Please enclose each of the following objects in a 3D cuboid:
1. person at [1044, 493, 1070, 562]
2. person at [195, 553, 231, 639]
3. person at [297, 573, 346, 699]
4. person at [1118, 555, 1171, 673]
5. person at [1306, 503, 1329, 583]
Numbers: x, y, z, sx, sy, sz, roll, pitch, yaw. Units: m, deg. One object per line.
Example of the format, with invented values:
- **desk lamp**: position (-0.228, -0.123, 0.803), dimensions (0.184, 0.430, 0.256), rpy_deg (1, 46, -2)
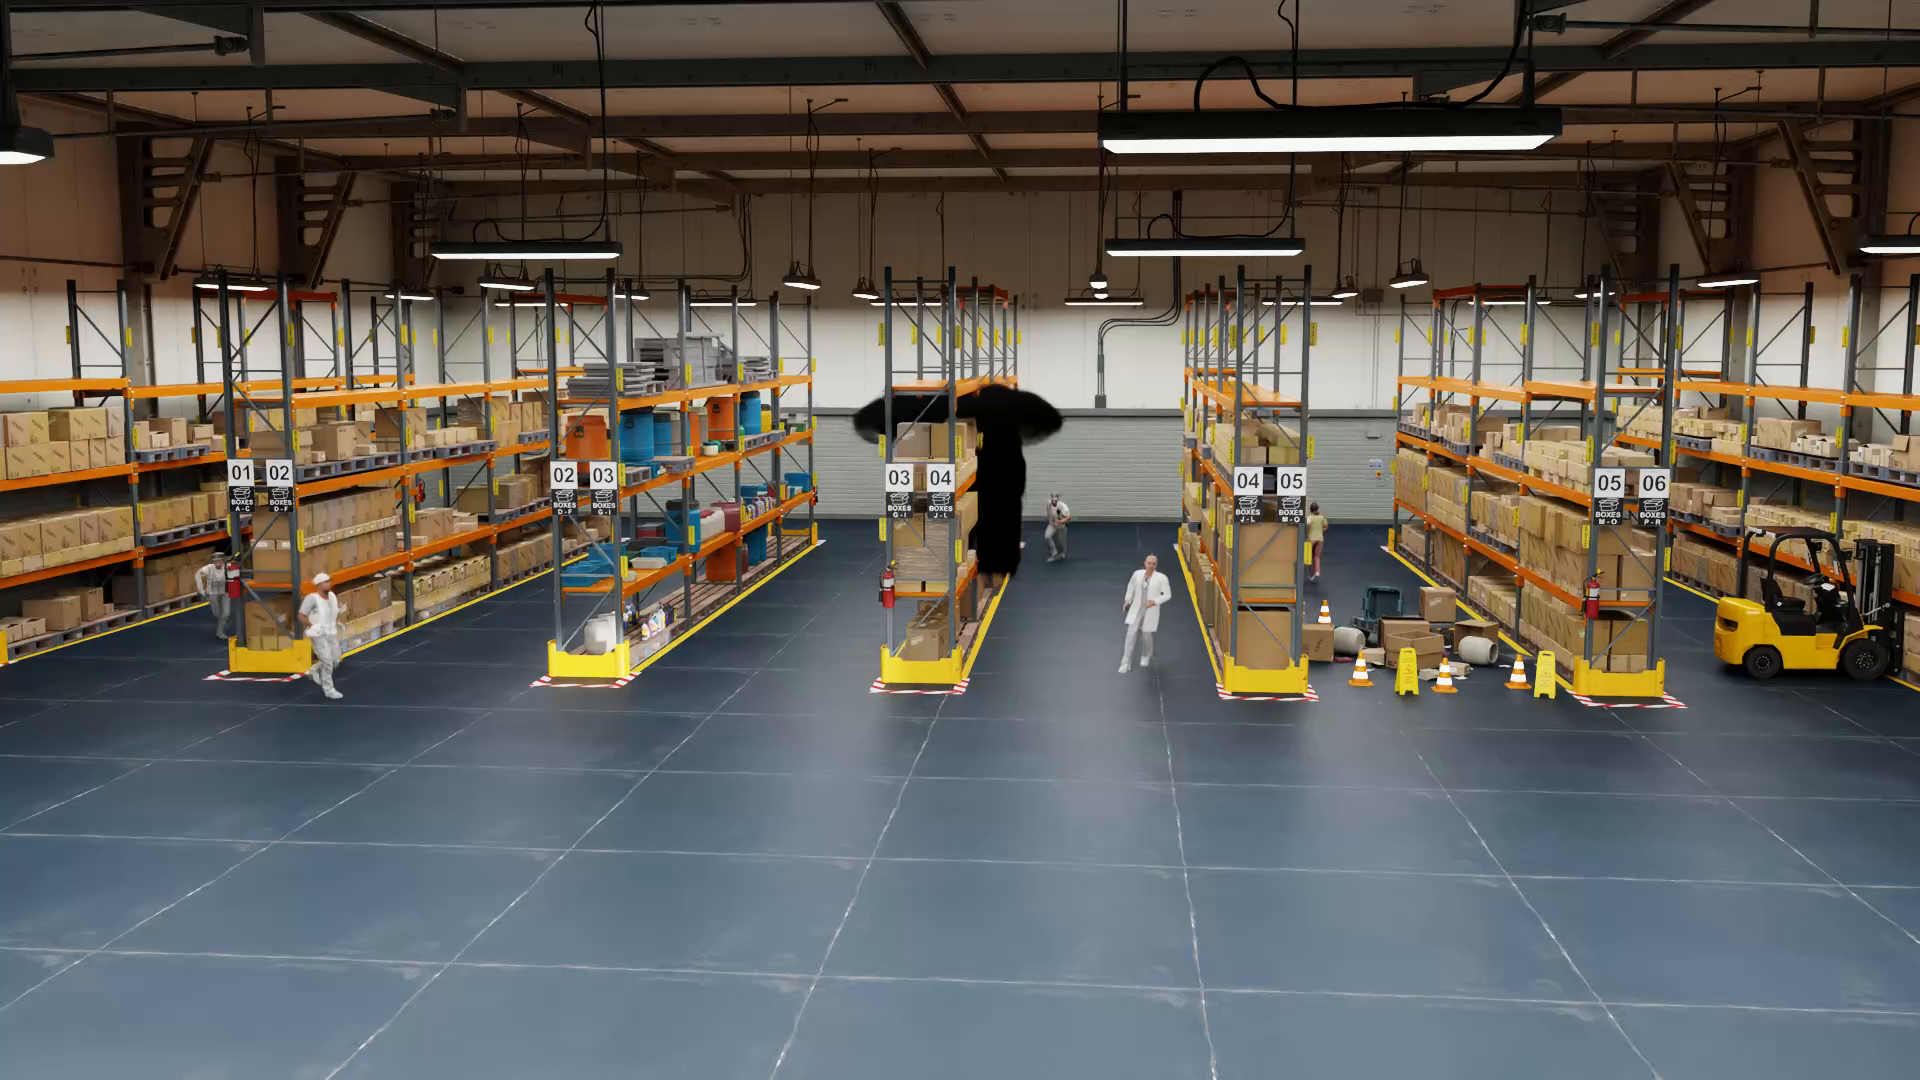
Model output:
- **person**: position (2.206, -0.312, 37.212), dimensions (0.681, 1.548, 1.111), rpy_deg (3, 8, 23)
- **person**: position (-12.394, 0.922, 27.724), dimensions (0.632, 1.487, 0.832), rpy_deg (-3, 8, -25)
- **person**: position (-8.947, 1.331, 23.210), dimensions (0.694, 1.758, 0.685), rpy_deg (3, 8, 24)
- **person**: position (2.761, 1.076, 24.636), dimensions (0.738, 1.721, 1.124), rpy_deg (2, 7, 19)
- **person**: position (7.294, 0.070, 33.937), dimensions (0.551, 1.642, 0.825), rpy_deg (0, 7, -4)
